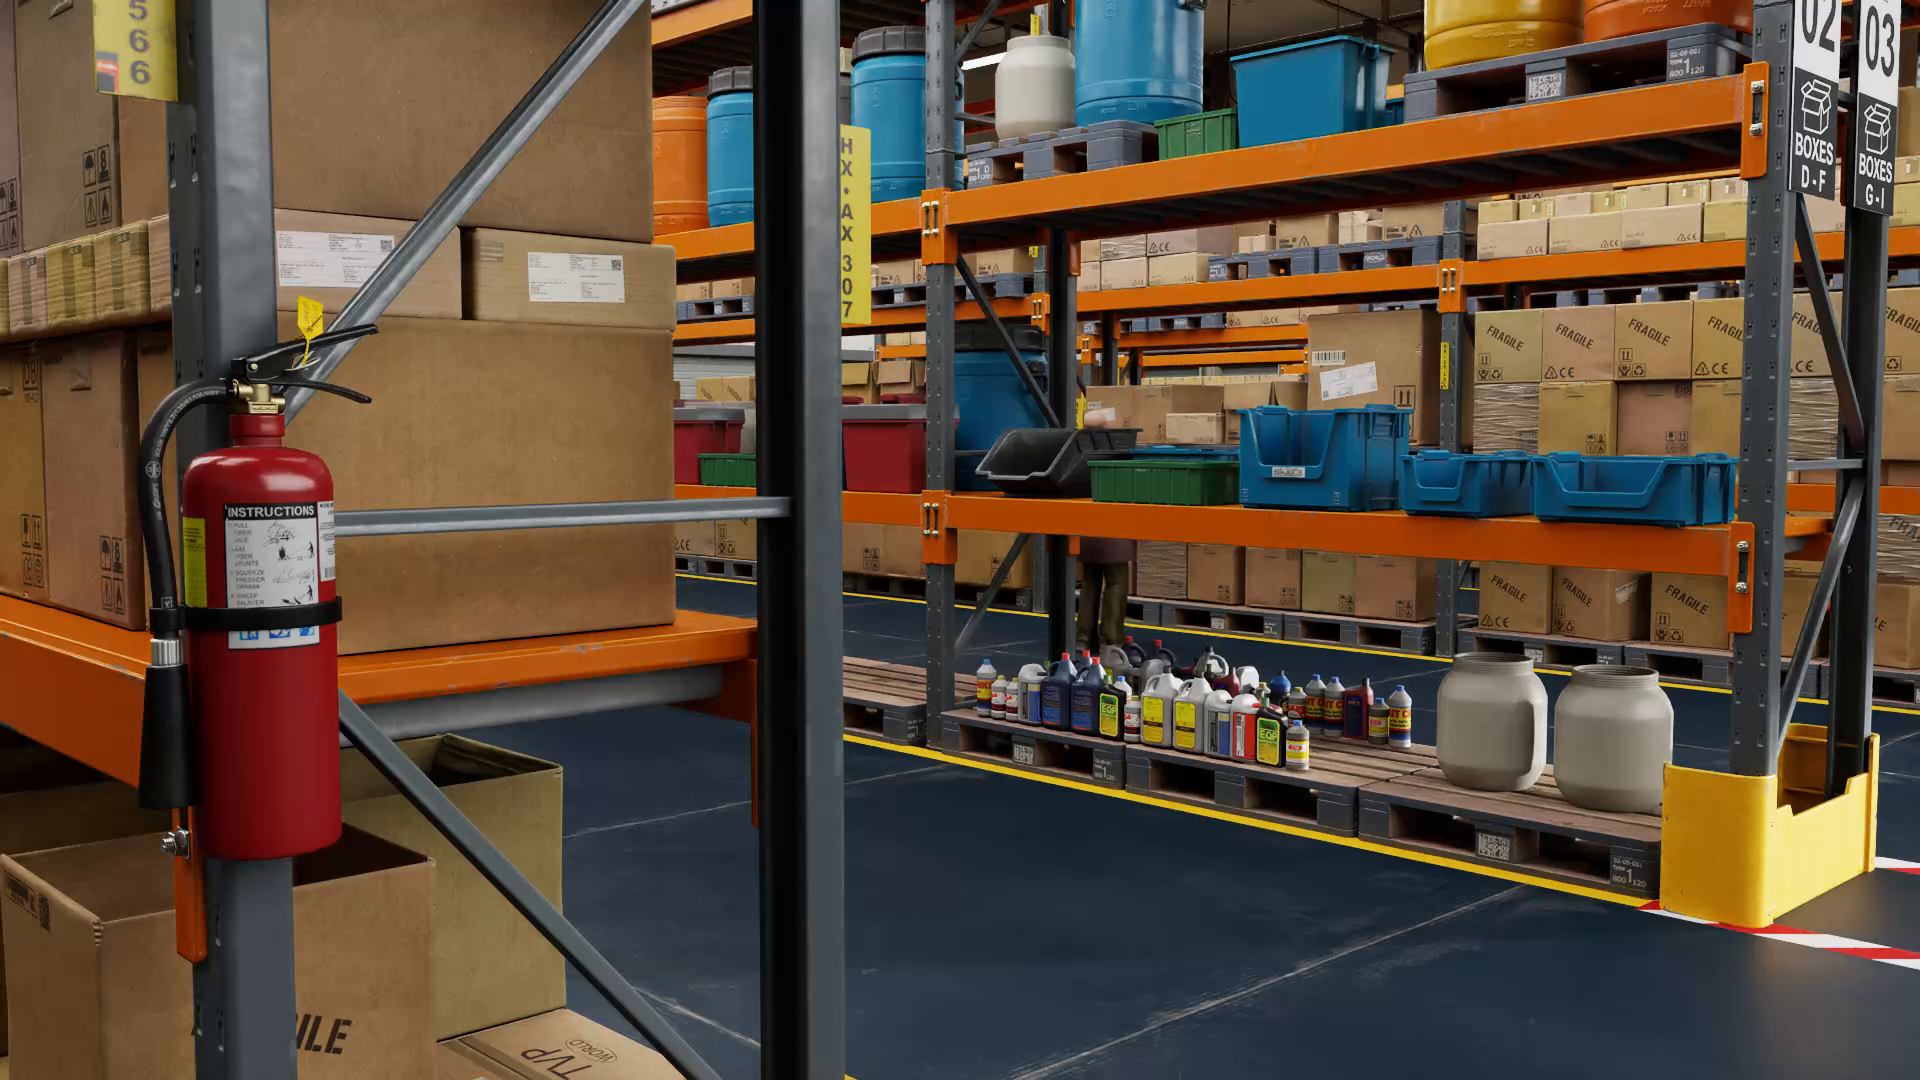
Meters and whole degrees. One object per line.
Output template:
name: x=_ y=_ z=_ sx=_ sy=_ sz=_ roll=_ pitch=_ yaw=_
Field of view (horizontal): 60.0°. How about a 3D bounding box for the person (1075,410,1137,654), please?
person: x=1.113 y=-0.063 z=12.220 sx=0.560 sy=1.772 sz=0.529 roll=-4 pitch=5 yaw=-43
